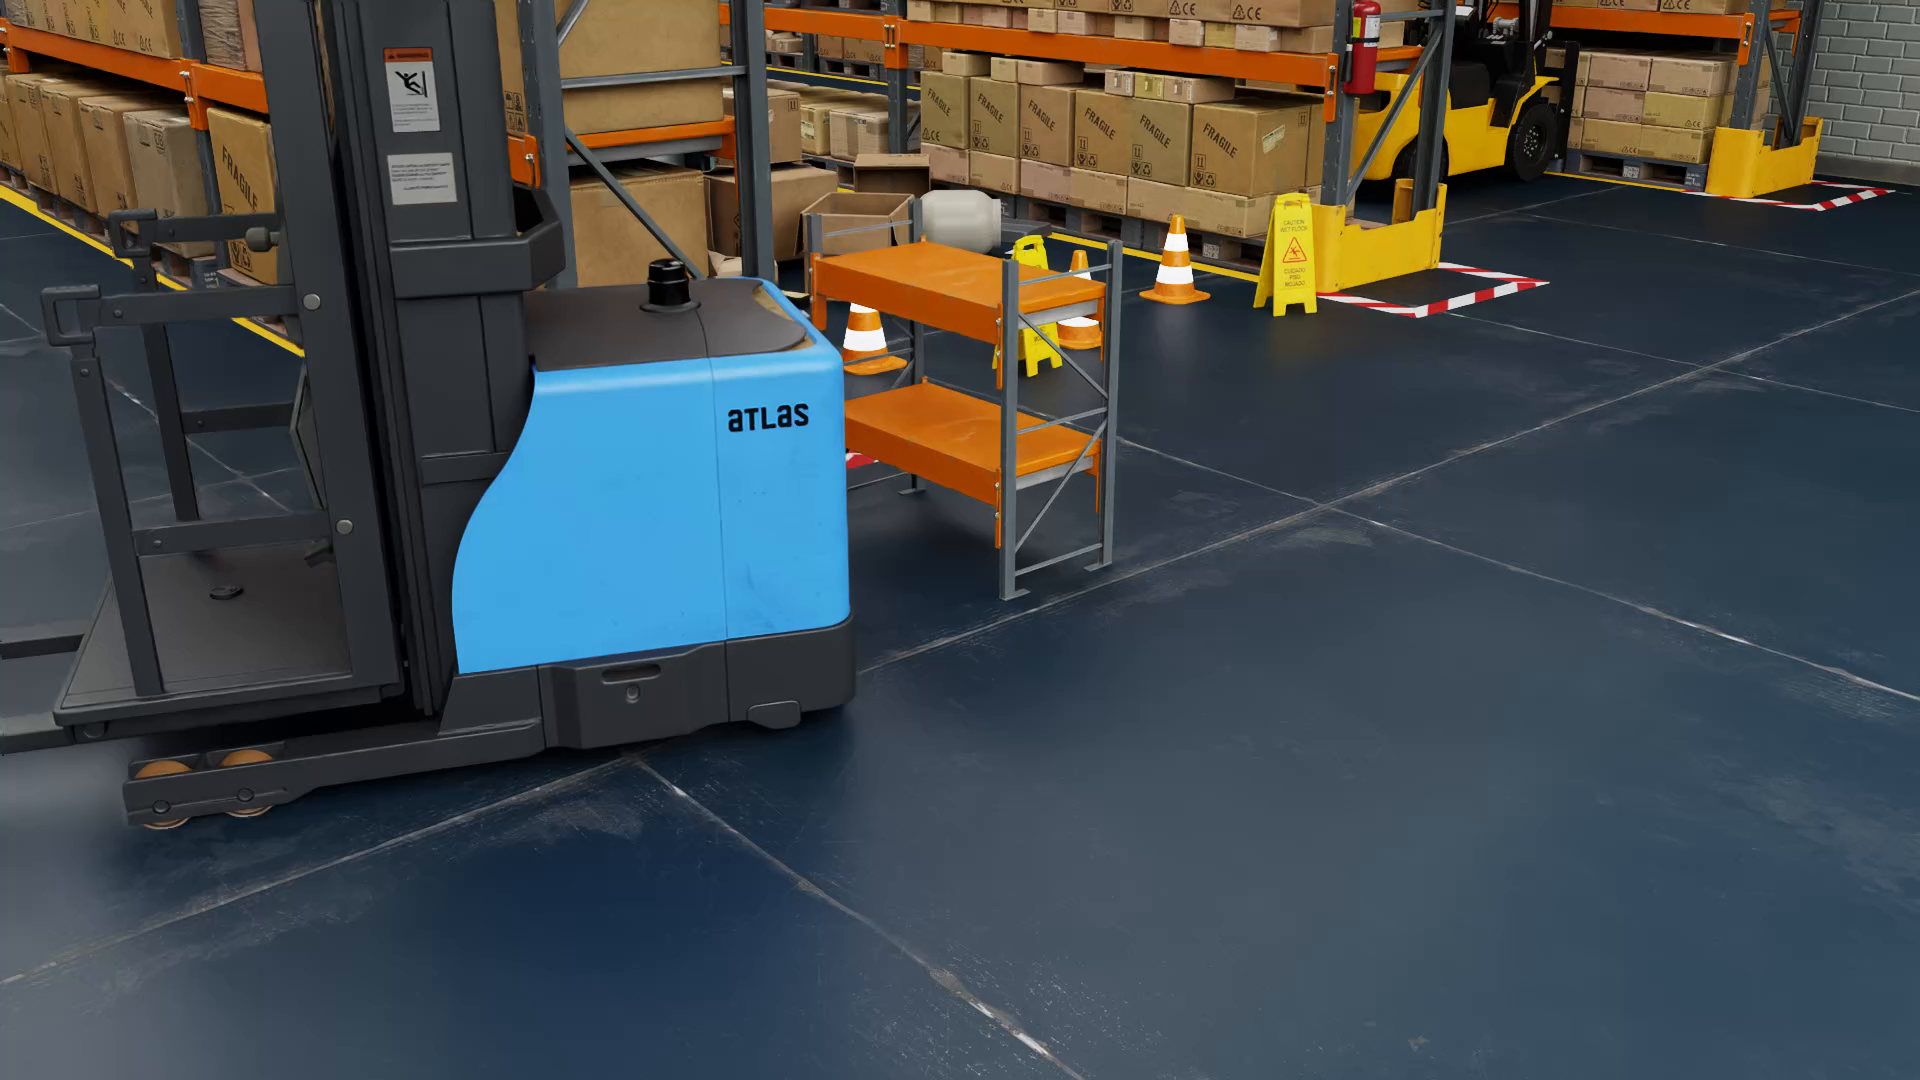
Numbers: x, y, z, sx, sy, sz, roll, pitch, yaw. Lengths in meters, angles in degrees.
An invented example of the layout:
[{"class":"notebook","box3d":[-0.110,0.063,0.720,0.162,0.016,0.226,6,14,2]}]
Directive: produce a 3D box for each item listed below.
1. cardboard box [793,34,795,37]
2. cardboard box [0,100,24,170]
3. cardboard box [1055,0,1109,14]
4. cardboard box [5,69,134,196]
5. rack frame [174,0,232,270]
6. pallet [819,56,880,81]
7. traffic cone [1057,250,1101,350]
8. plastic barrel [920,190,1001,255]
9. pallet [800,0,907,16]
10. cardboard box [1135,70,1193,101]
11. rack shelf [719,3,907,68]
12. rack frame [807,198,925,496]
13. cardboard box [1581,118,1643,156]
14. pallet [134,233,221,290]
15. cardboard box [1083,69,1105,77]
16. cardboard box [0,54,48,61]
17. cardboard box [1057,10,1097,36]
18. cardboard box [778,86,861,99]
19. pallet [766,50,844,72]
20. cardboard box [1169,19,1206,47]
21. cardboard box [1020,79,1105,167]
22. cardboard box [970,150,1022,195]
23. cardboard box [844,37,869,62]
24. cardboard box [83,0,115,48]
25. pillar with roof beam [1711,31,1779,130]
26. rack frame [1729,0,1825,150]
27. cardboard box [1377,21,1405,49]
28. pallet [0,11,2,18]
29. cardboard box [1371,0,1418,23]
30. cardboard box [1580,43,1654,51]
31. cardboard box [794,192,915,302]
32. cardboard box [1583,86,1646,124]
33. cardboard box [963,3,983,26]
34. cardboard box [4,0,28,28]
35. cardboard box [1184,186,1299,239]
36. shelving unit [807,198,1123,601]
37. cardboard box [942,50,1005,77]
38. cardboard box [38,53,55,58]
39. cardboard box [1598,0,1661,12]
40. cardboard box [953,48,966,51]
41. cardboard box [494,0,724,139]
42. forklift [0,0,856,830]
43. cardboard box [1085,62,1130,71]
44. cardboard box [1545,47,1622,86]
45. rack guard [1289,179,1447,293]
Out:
[{"class":"cardboard box","box3d":[-2.118,-6.709,22.333,0.380,0.149,0.250,-18,28,-38]},{"class":"cardboard box","box3d":[-7.042,-3.139,12.738,0.500,0.500,0.500,-18,27,-38]},{"class":"cardboard box","box3d":[0.965,-3.676,10.713,0.500,0.500,0.500,-17,27,-37]},{"class":"cardboard box","box3d":[-6.085,-2.946,11.902,1.050,0.750,0.750,-18,28,-38]},{"class":"rack frame","box3d":[-3.803,-2.883,9.231,1.000,3.000,0.127,-17,27,-37]},{"class":"pallet","box3d":[-1.023,-5.968,20.932,1.003,0.211,1.213,-17,27,-37]},{"class":"traffic cone","box3d":[0.615,-1.256,8.557,0.336,0.463,0.334,-17,27,-37]},{"class":"plastic barrel","box3d":[-0.003,-1.995,10.496,0.512,0.421,0.421,0,21,-1]},{"class":"pallet","box3d":[-0.507,-4.246,12.974,1.003,0.211,1.213,-17,27,-37]},{"class":"cardboard box","box3d":[1.319,-2.865,10.464,0.380,0.149,0.250,-17,27,-37]},{"class":"rack shelf","box3d":[-1.424,-4.307,13.853,1.077,0.370,4.000,-17,27,-37]},{"class":"rack frame","box3d":[-0.336,-0.666,6.142,0.500,1.125,0.032,-17,27,-37]},{"class":"cardboard box","box3d":[5.387,-3.276,13.430,0.500,0.250,0.500,-17,27,-37]},{"class":"pallet","box3d":[-4.364,-1.780,10.238,1.003,0.211,1.213,-17,27,-37]},{"class":"cardboard box","box3d":[0.804,-3.114,11.987,0.500,0.500,0.500,-17,27,-36]},{"class":"cardboard box","box3d":[-7.397,-3.632,12.968,0.500,0.250,0.500,-17,27,-37]},{"class":"cardboard box","box3d":[0.857,-3.390,10.871,0.380,0.149,0.250,-18,27,-38]},{"class":"cardboard box","box3d":[-1.390,-3.595,14.077,0.950,0.372,0.625,-16,27,-36]},{"class":"pallet","box3d":[-2.030,-6.374,21.968,1.003,0.211,1.213,-17,27,-37]},{"class":"cardboard box","box3d":[1.495,-3.103,10.138,0.380,0.149,0.250,-17,27,-37]},{"class":"cardboard box","box3d":[0.757,-2.838,11.282,0.500,0.500,0.500,-16,26,-35]},{"class":"cardboard box","box3d":[0.419,-2.632,11.786,0.500,0.250,0.500,-16,26,-34]},{"class":"cardboard box","box3d":[-1.083,-6.182,20.506,0.500,0.500,0.500,-18,28,-38]},{"class":"cardboard box","box3d":[-5.006,-3.289,10.132,0.500,0.500,0.500,-17,27,-37]},{"class":"pillar with roof beam","box3d":[3.217,-6.342,9.838,9.100,9.000,0.400,-17,27,-37]},{"class":"rack frame","box3d":[6.250,-4.167,12.509,1.000,3.000,0.127,-17,27,-37]},{"class":"cardboard box","box3d":[2.427,-3.010,9.901,0.380,0.149,0.250,-17,27,-37]},{"class":"pallet","box3d":[-6.960,-4.070,12.526,1.213,0.211,1.003,-17,27,-37]},{"class":"cardboard box","box3d":[2.393,-3.366,9.920,0.500,0.500,0.500,-18,28,-38]},{"class":"cardboard box","box3d":[5.433,-4.003,13.915,0.500,0.250,0.500,-18,27,-38]},{"class":"cardboard box","box3d":[-0.572,-1.704,9.645,0.637,0.503,0.797,3,22,9]},{"class":"cardboard box","box3d":[5.376,-3.516,13.357,0.500,0.250,0.500,-18,28,-38]},{"class":"cardboard box","box3d":[0.245,-3.685,11.624,0.380,0.149,0.250,-18,27,-38]},{"class":"cardboard box","box3d":[-6.325,-3.846,11.554,0.500,0.500,0.500,-17,27,-37]},{"class":"cardboard box","box3d":[1.745,-2.065,10.338,0.500,0.250,0.500,-18,27,-38]},{"class":"shelving unit","box3d":[-0.004,-0.526,5.784,0.538,1.125,1.048,-17,27,-37]},{"class":"cardboard box","box3d":[0.098,-3.380,11.776,0.380,0.149,0.250,-17,27,-37]},{"class":"cardboard box","box3d":[-7.012,-3.757,13.287,0.500,0.250,0.500,-18,28,-38]},{"class":"cardboard box","box3d":[5.398,-4.432,13.050,0.500,0.500,0.500,-16,27,-36]},{"class":"cardboard box","box3d":[0.270,-5.615,19.059,0.500,0.500,0.500,-18,28,-38]},{"class":"cardboard box","box3d":[-1.468,-1.939,6.617,0.875,0.550,0.550,-17,27,-37]},{"class":"forklift","box3d":[-1.868,-0.859,4.158,3.031,2.935,1.130,-7,22,-16]},{"class":"cardboard box","box3d":[1.857,-5.113,17.604,0.875,0.625,0.625,-16,27,-36]},{"class":"cardboard box","box3d":[5.039,-3.877,13.594,0.500,0.250,0.500,-17,27,-37]},{"class":"rack guard","box3d":[2.443,-1.841,9.999,1.175,0.500,0.348,-17,27,-37]}]
